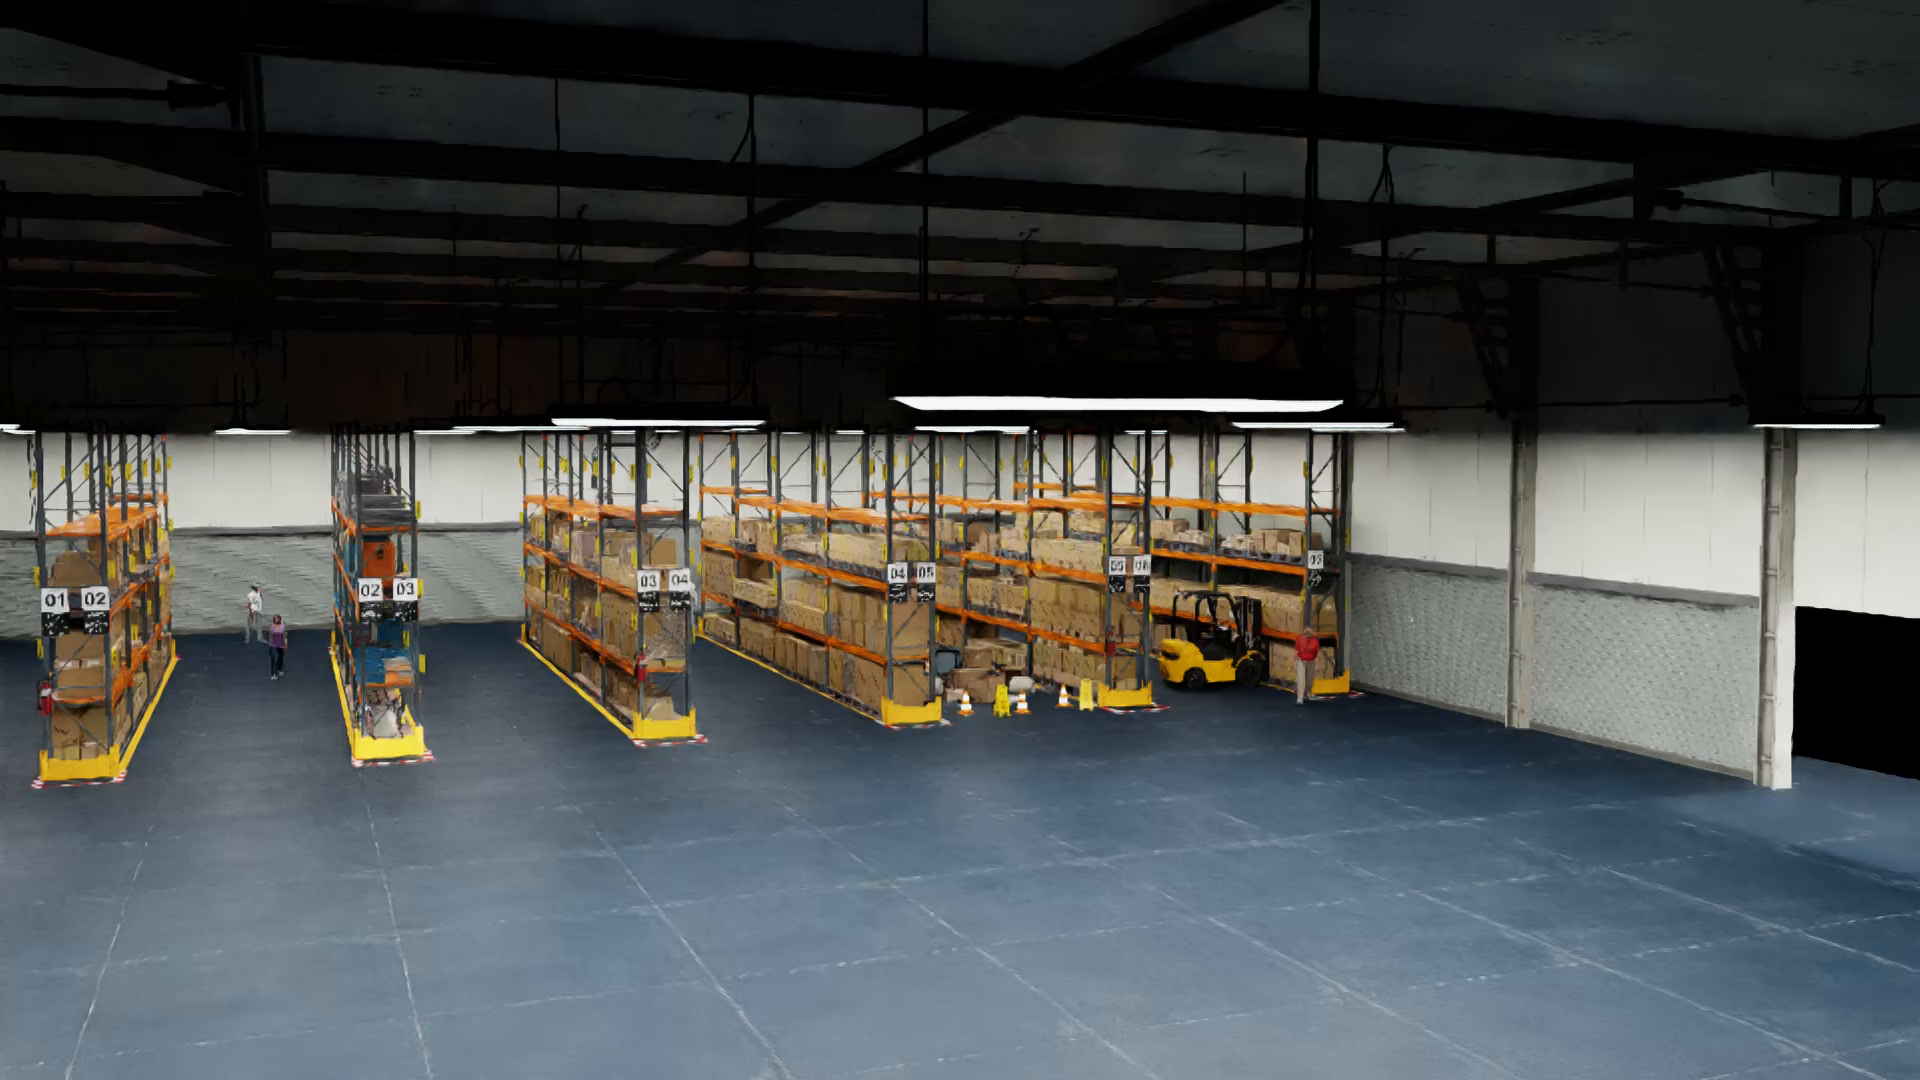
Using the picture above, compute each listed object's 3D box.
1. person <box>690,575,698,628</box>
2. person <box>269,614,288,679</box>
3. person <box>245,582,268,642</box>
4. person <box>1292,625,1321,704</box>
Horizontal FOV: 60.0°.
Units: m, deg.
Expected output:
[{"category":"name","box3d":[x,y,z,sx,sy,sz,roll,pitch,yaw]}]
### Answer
[{"category":"person","box3d":[-7.951,1.836,48.987,0.541,1.704,0.532,3,4,36]},{"category":"person","box3d":[-16.147,2.489,39.386,0.415,1.517,1.041,-2,4,-25]},{"category":"person","box3d":[-19.618,2.008,46.241,0.520,1.674,0.491,1,4,22]},{"category":"person","box3d":[7.430,2.657,35.631,0.586,1.677,0.966,0,4,2]}]
